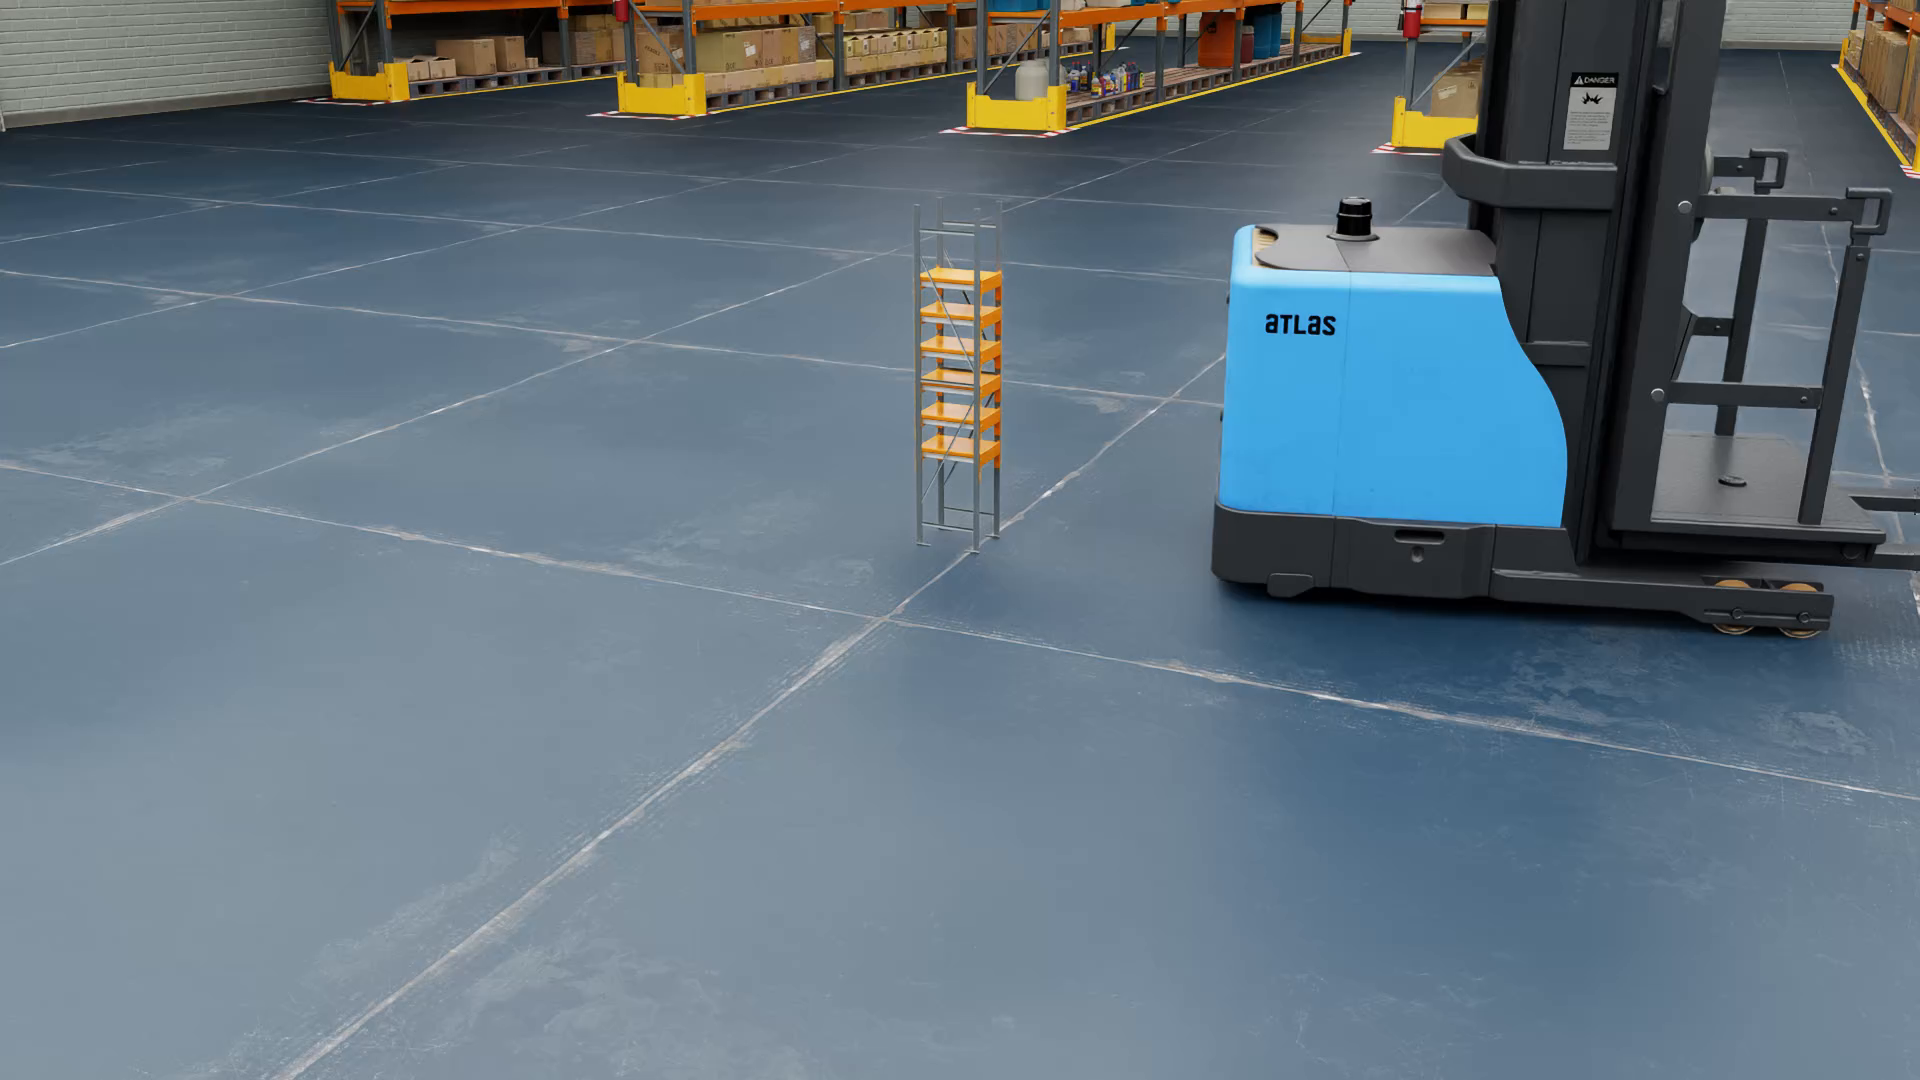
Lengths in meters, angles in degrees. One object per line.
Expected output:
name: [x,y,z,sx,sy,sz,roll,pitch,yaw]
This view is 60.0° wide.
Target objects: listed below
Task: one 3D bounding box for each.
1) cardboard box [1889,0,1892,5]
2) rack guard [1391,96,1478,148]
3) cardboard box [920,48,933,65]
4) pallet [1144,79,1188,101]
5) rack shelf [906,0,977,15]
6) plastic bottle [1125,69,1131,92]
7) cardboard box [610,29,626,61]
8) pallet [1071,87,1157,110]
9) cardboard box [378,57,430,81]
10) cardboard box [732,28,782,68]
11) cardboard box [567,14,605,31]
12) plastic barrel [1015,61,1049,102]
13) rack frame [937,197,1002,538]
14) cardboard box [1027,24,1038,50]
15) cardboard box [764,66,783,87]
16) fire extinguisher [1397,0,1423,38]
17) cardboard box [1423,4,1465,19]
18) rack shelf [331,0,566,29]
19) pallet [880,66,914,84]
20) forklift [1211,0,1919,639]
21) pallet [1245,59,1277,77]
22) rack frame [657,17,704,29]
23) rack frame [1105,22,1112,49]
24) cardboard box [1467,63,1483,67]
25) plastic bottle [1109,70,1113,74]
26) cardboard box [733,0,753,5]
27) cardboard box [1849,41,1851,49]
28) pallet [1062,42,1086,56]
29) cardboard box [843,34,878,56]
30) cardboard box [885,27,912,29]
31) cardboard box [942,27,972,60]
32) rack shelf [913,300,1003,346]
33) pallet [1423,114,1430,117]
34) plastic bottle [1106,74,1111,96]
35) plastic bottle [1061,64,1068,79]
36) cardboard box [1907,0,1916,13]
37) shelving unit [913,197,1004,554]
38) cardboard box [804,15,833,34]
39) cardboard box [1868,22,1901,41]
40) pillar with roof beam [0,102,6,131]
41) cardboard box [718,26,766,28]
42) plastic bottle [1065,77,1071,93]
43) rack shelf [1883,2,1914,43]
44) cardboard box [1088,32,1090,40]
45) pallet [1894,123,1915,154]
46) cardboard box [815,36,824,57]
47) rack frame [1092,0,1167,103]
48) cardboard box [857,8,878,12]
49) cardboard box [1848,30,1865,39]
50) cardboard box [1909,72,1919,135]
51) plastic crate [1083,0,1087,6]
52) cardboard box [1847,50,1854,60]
cardboard box: [12.524,-7.278,21.808,0.500,0.500,0.500,9,21,23]
rack guard: [5.226,-4.442,17.714,1.175,0.500,0.348,9,21,23]
cardboard box: [-0.766,-7.953,27.331,0.500,0.250,0.500,8,21,22]
pallet: [2.600,-6.431,23.736,1.003,0.211,1.213,9,21,23]
rack shelf: [0.254,-9.675,29.772,1.077,0.370,4.000,9,21,23]
plastic bottle: [2.206,-6.076,21.975,0.061,0.283,0.133,10,22,26]
cardboard box: [-6.026,-8.431,28.272,0.700,0.500,0.500,9,21,23]
pallet: [2.001,-5.986,22.485,1.003,0.211,1.213,9,21,23]
cardboard box: [-7.997,-6.775,23.900,0.500,0.311,0.500,6,20,17]
cardboard box: [-2.802,-6.805,22.983,0.500,0.500,0.500,9,21,23]
cardboard box: [-6.261,-8.604,27.640,0.500,0.250,0.500,8,21,22]
plastic barrel: [0.876,-5.514,20.083,0.421,0.512,0.421,0,20,0]
rack frame: [0.032,-0.589,5.834,0.240,1.200,0.006,9,21,23]
cardboard box: [1.132,-9.465,31.181,0.500,0.500,0.500,8,21,22]
cardboard box: [-2.803,-6.451,23.109,0.500,0.250,0.500,9,21,23]
fire extinguisher: [4.727,-5.589,17.322,0.296,0.674,0.183,9,21,23]
cardboard box: [5.123,-5.594,17.597,0.380,0.149,0.250,9,21,23]
rack shelf: [-7.543,-7.908,24.803,1.077,0.370,4.000,9,21,23]
pallet: [-1.439,-7.471,26.662,1.003,0.211,1.213,9,21,23]
forklift: [2.391,-1.270,5.165,3.031,2.935,1.130,3,20,9]
pallet: [4.738,-8.027,28.223,1.003,0.211,1.213,9,21,23]
rack frame: [-5.086,-10.081,29.840,1.000,3.000,0.127,9,21,23]
rack frame: [2.710,-11.848,34.808,1.000,3.000,0.127,9,21,23]
cardboard box: [6.222,-5.346,19.629,0.500,0.500,0.500,7,21,18]
plastic bottle: [1.998,-6.039,21.871,0.061,0.283,0.133,9,21,23]
cardboard box: [-3.219,-7.458,22.313,0.700,0.500,0.500,9,21,23]
cardboard box: [15.618,-8.570,28.775,0.380,0.149,0.250,8,21,22]
pallet: [1.853,-9.896,33.480,1.003,0.211,1.213,9,21,23]
cardboard box: [-1.597,-7.591,25.477,0.500,0.311,0.500,8,21,22]
cardboard box: [-1.048,-8.450,27.891,0.500,0.311,0.500,9,22,25]
cardboard box: [-0.118,-8.532,28.558,0.500,0.500,0.500,10,22,25]
rack shelf: [-0.006,-0.745,5.690,0.258,0.103,0.180,9,21,23]
pallet: [5.591,-4.550,18.447,1.003,0.211,1.213,9,21,23]
plastic bottle: [1.884,-5.845,21.343,0.097,0.271,0.097,0,20,0]
plastic bottle: [1.354,-6.081,21.888,0.144,0.351,0.185,8,21,22]
cardboard box: [11.286,-6.352,19.203,0.500,0.500,0.500,8,21,22]
shelving unit: [-0.006,-0.561,5.755,0.258,1.200,0.189,9,21,23]
cardboard box: [-3.049,-10.539,34.230,0.700,0.500,0.500,9,21,23]
cardboard box: [13.833,-7.574,24.775,0.500,0.250,0.500,9,22,24]
pillar with roof beam: [-7.394,-8.370,16.075,9.100,9.000,0.400,9,21,23]
cardboard box: [-3.088,-7.031,23.621,0.500,0.500,0.500,9,21,23]
plastic bottle: [1.405,-5.951,21.744,0.097,0.201,0.097,0,20,0]
rack shelf: [12.135,-6.381,20.507,1.077,0.370,4.000,9,21,23]
cardboard box: [2.465,-10.409,34.334,0.380,0.166,0.250,9,21,23]
pallet: [10.435,-4.198,17.459,1.003,0.211,1.213,9,21,23]
cardboard box: [-2.299,-7.510,25.249,0.500,0.311,0.500,9,21,23]
rack frame: [2.314,-7.499,22.579,1.000,3.000,0.127,9,21,23]
cardboard box: [-1.996,-11.483,35.915,0.380,0.149,0.250,9,22,24]
cardboard box: [15.706,-8.798,28.971,0.380,0.149,0.250,8,21,20]
cardboard box: [10.254,-4.568,16.881,0.875,0.875,0.875,8,21,22]
plastic crate: [1.501,-7.023,21.557,0.450,0.188,0.662,9,21,23]
cardboard box: [15.391,-8.284,28.413,0.380,0.149,0.250,9,21,23]
